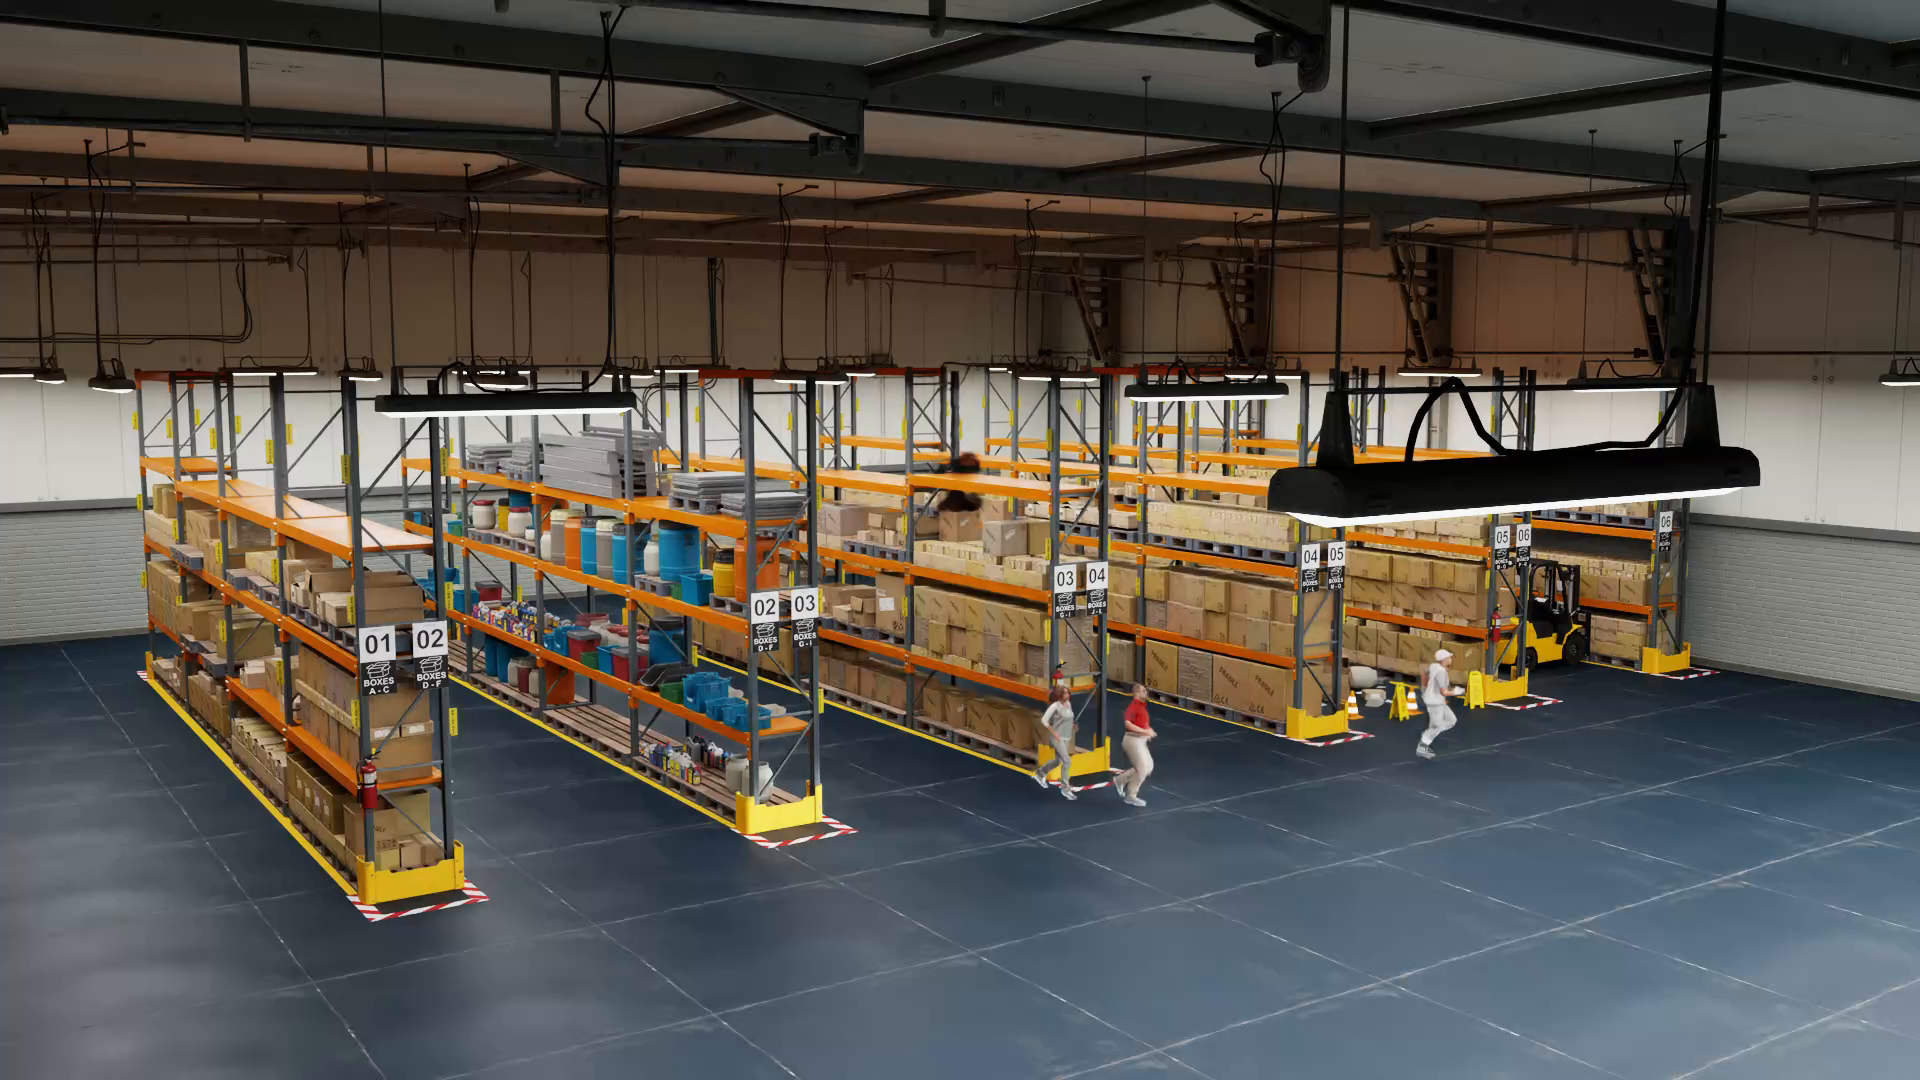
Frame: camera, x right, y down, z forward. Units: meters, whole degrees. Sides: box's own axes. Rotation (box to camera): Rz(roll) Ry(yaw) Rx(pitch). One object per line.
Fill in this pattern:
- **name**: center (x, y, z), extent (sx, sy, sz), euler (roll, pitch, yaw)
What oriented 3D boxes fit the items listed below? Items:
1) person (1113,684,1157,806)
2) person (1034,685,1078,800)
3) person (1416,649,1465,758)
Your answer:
- **person**: center (2.499, 2.868, 23.469), extent (0.626, 1.675, 0.689), euler (2, 7, 19)
- **person**: center (1.379, 2.858, 23.734), extent (0.759, 1.615, 0.527), euler (4, 8, 33)
- **person**: center (7.483, 2.546, 25.889), extent (0.690, 1.725, 0.708), euler (1, 7, 10)
